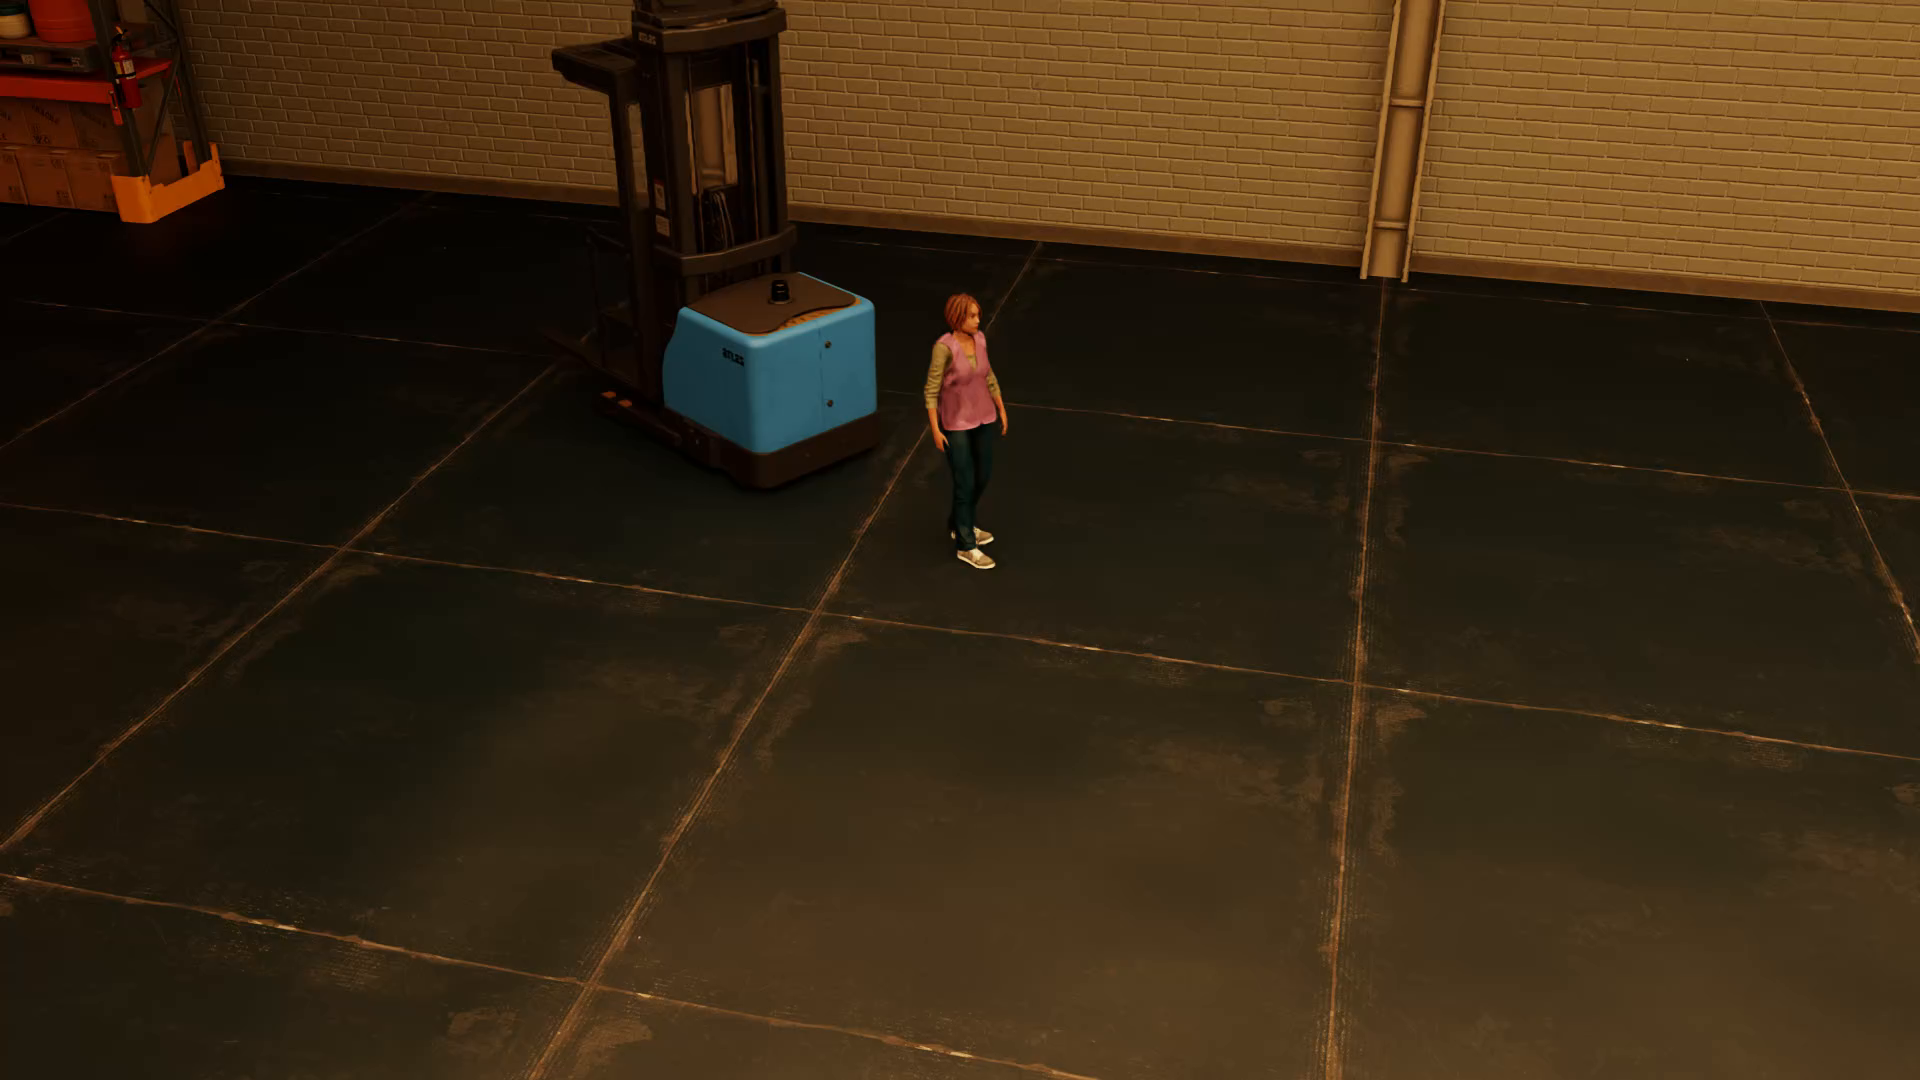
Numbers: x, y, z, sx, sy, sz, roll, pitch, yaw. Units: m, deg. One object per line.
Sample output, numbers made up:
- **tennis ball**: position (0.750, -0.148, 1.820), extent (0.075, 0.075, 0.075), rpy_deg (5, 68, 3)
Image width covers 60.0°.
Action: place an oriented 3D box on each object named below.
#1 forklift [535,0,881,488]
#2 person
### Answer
- **forklift**: position (-1.912, -2.238, 11.121), extent (1.130, 2.935, 3.031), rpy_deg (-25, 38, -37)
- **person**: position (0.100, -0.636, 9.669), extent (0.516, 1.590, 0.534), rpy_deg (-23, 37, -34)
